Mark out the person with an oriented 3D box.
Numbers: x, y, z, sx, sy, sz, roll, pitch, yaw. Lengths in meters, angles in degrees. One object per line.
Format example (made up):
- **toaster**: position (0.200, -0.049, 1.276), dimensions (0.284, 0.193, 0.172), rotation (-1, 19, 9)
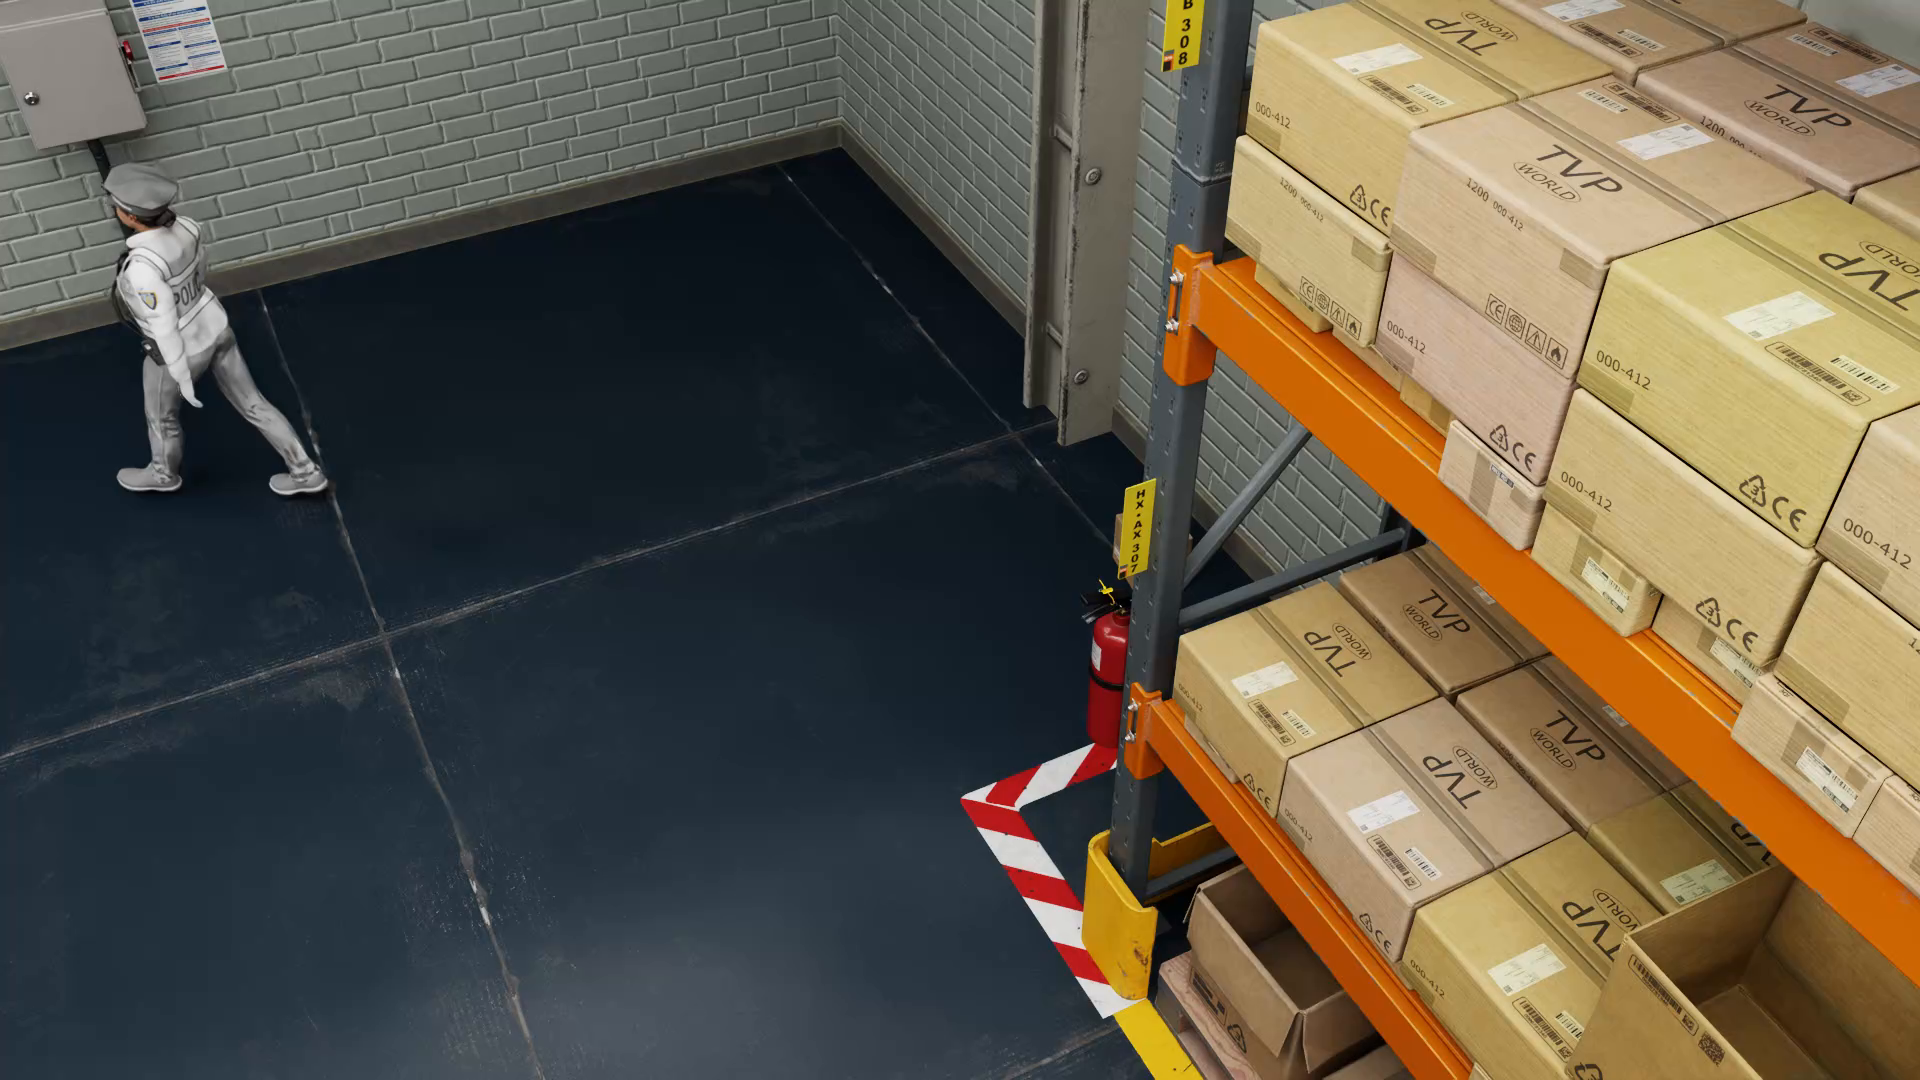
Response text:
- **person**: position (-3.351, -0.881, 7.123), dimensions (0.976, 1.632, 0.501), rotation (9, 42, 11)
